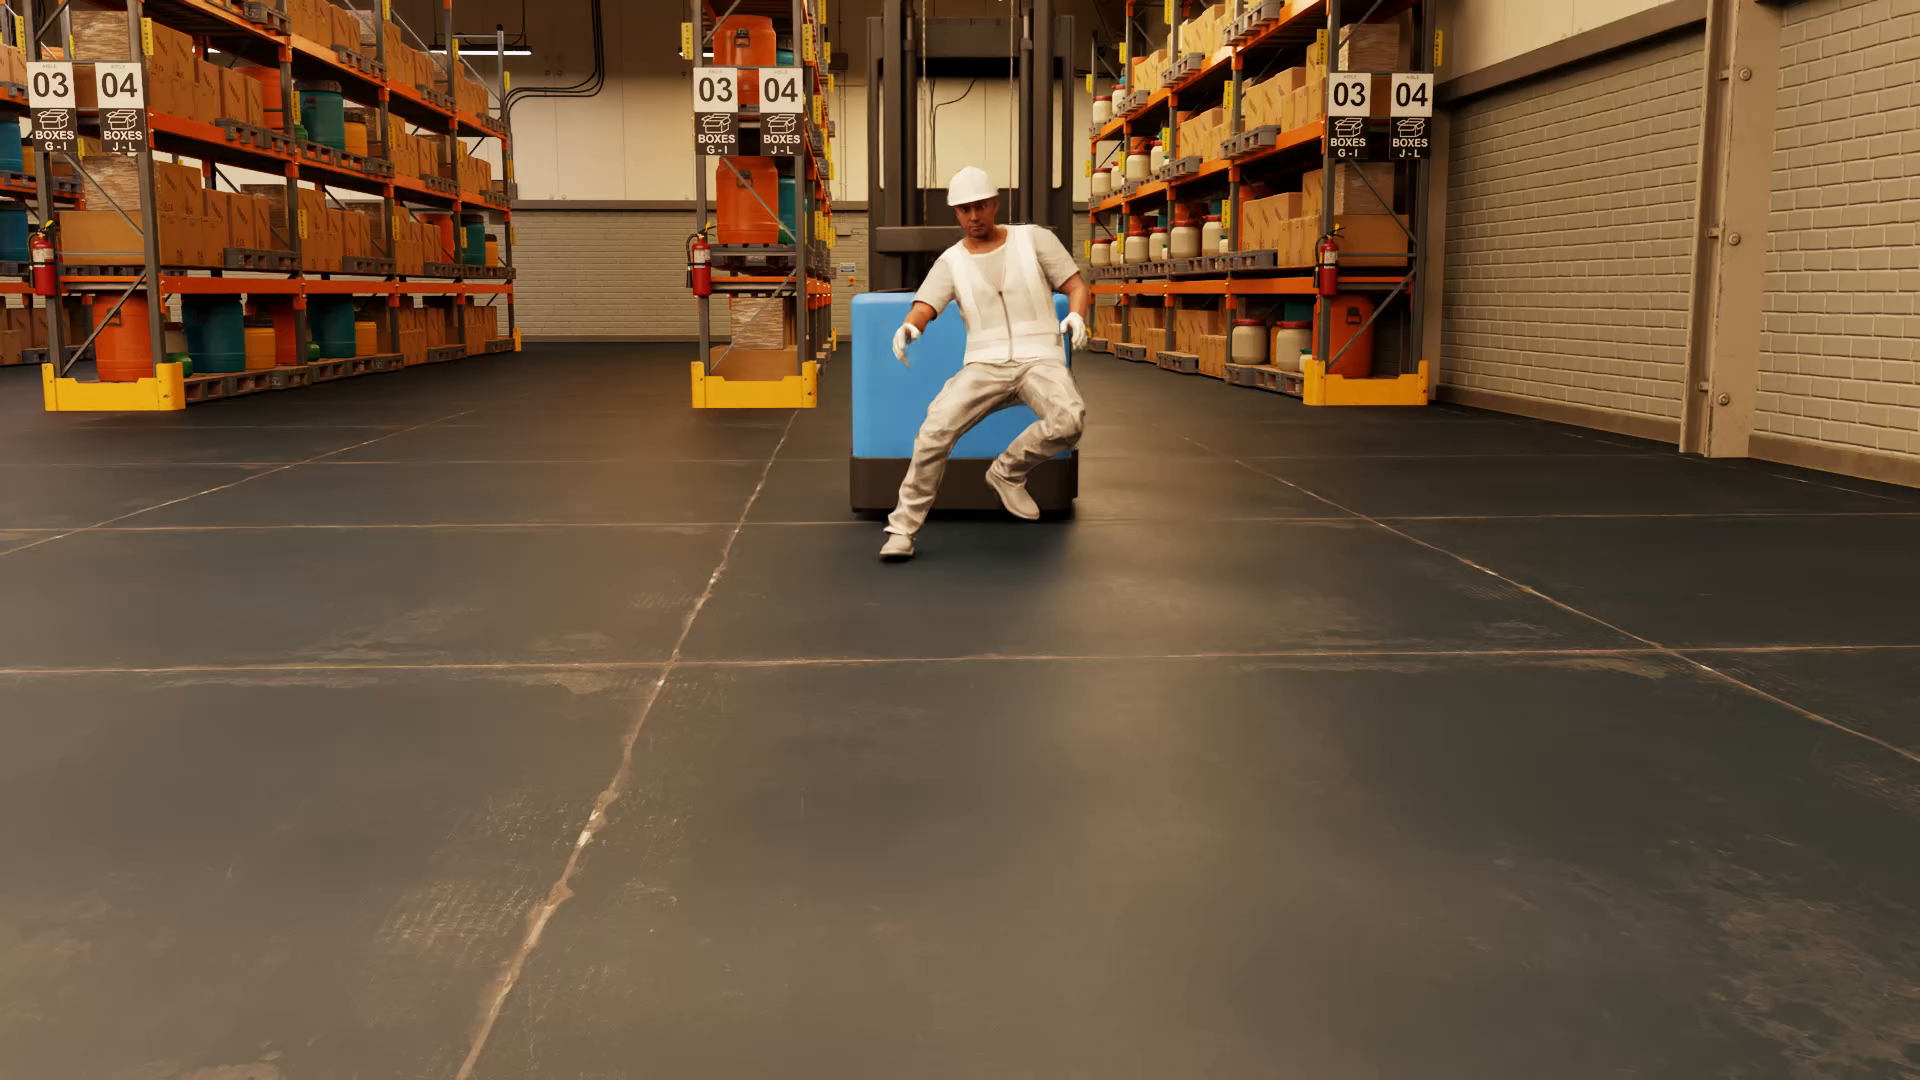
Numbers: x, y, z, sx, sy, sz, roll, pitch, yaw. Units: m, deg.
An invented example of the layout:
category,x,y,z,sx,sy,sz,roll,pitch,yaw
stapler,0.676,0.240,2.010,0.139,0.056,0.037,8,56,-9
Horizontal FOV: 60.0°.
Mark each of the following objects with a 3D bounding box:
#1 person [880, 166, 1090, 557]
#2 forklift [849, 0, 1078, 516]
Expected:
category,x,y,z,sx,sy,sz,roll,pitch,yaw
person,0.103,-0.718,6.763,0.837,1.592,0.792,1,8,6
forklift,0.068,-1.744,9.073,1.130,2.935,3.031,0,8,3
